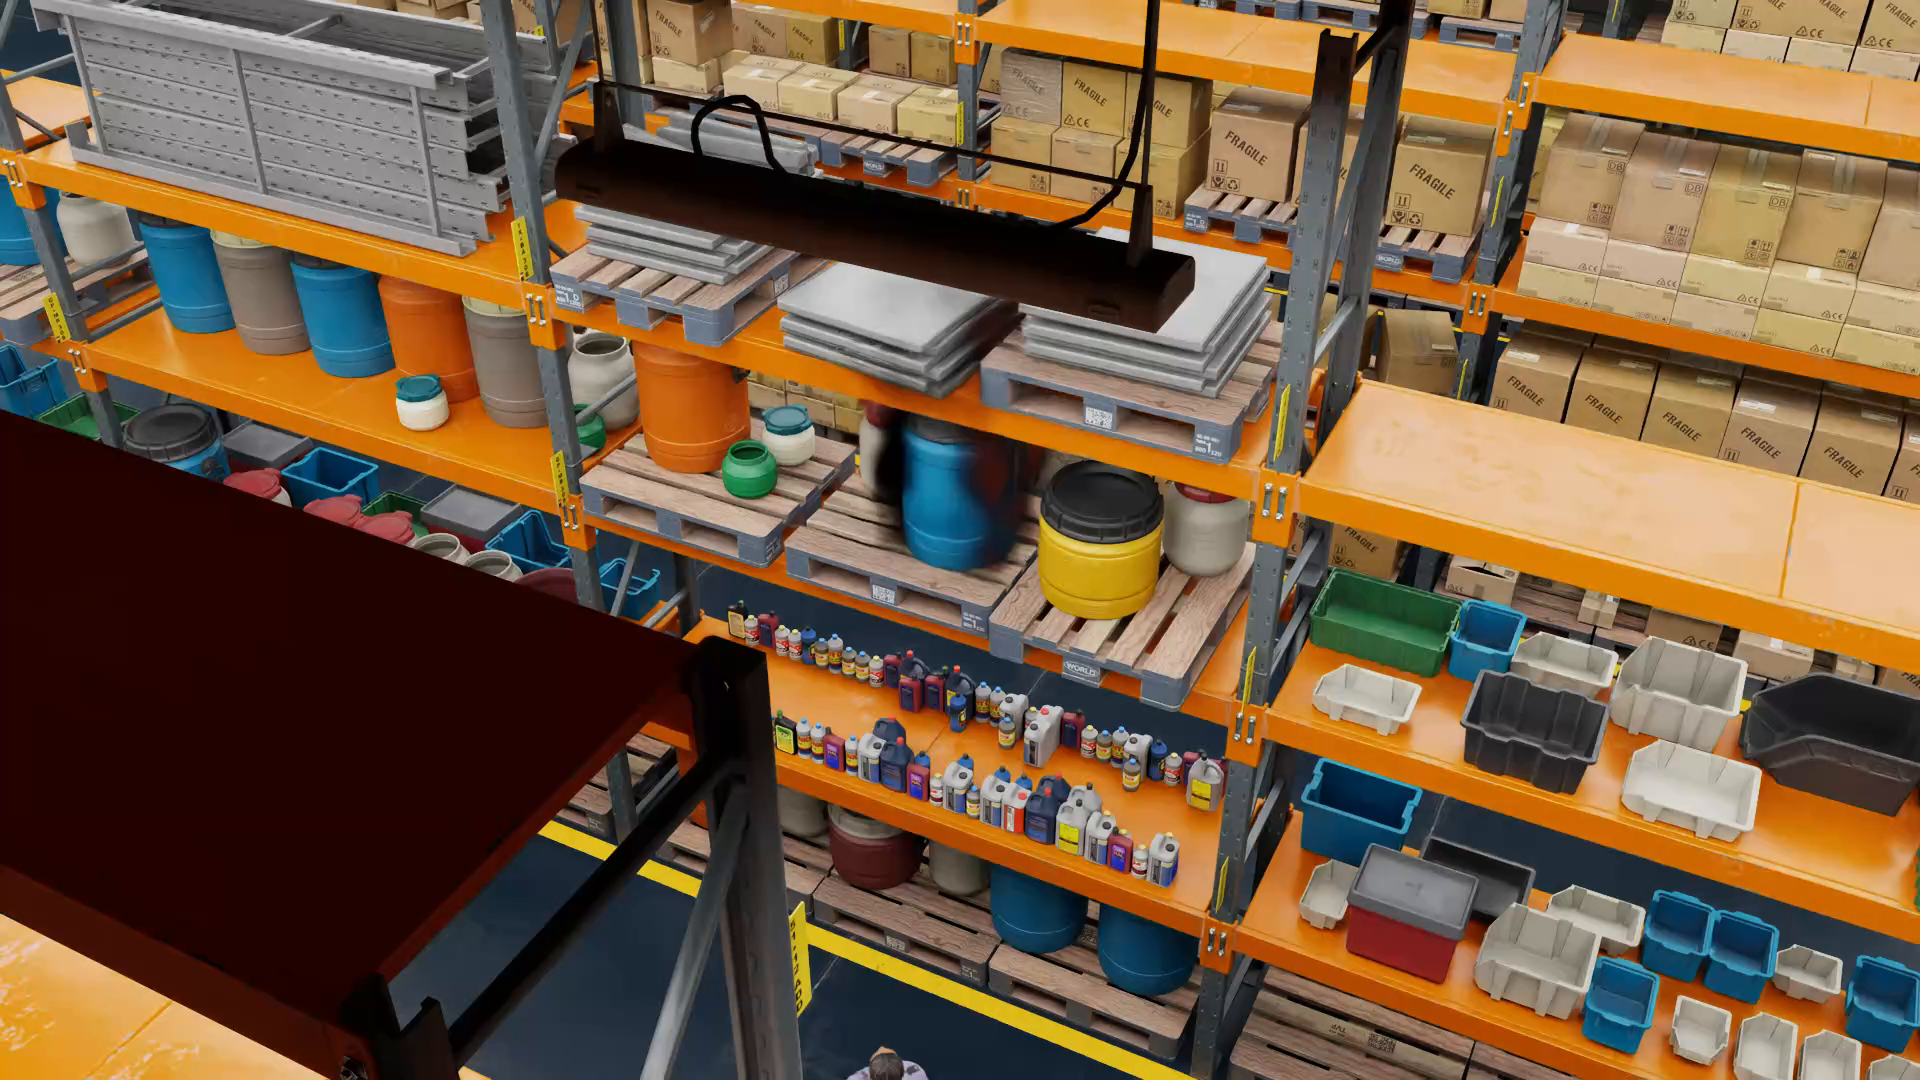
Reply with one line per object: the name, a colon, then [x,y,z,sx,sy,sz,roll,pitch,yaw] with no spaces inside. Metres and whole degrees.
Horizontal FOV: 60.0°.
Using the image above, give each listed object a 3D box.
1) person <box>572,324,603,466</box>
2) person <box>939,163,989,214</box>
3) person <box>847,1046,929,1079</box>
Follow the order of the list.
person: [-3.148,-1.263,14.209,0.470,1.727,0.462,-15,38,-21]
person: [0.043,-3.474,17.392,0.575,1.659,0.506,-26,42,-32]
person: [-0.376,2.982,8.245,0.952,1.555,0.484,12,37,17]
